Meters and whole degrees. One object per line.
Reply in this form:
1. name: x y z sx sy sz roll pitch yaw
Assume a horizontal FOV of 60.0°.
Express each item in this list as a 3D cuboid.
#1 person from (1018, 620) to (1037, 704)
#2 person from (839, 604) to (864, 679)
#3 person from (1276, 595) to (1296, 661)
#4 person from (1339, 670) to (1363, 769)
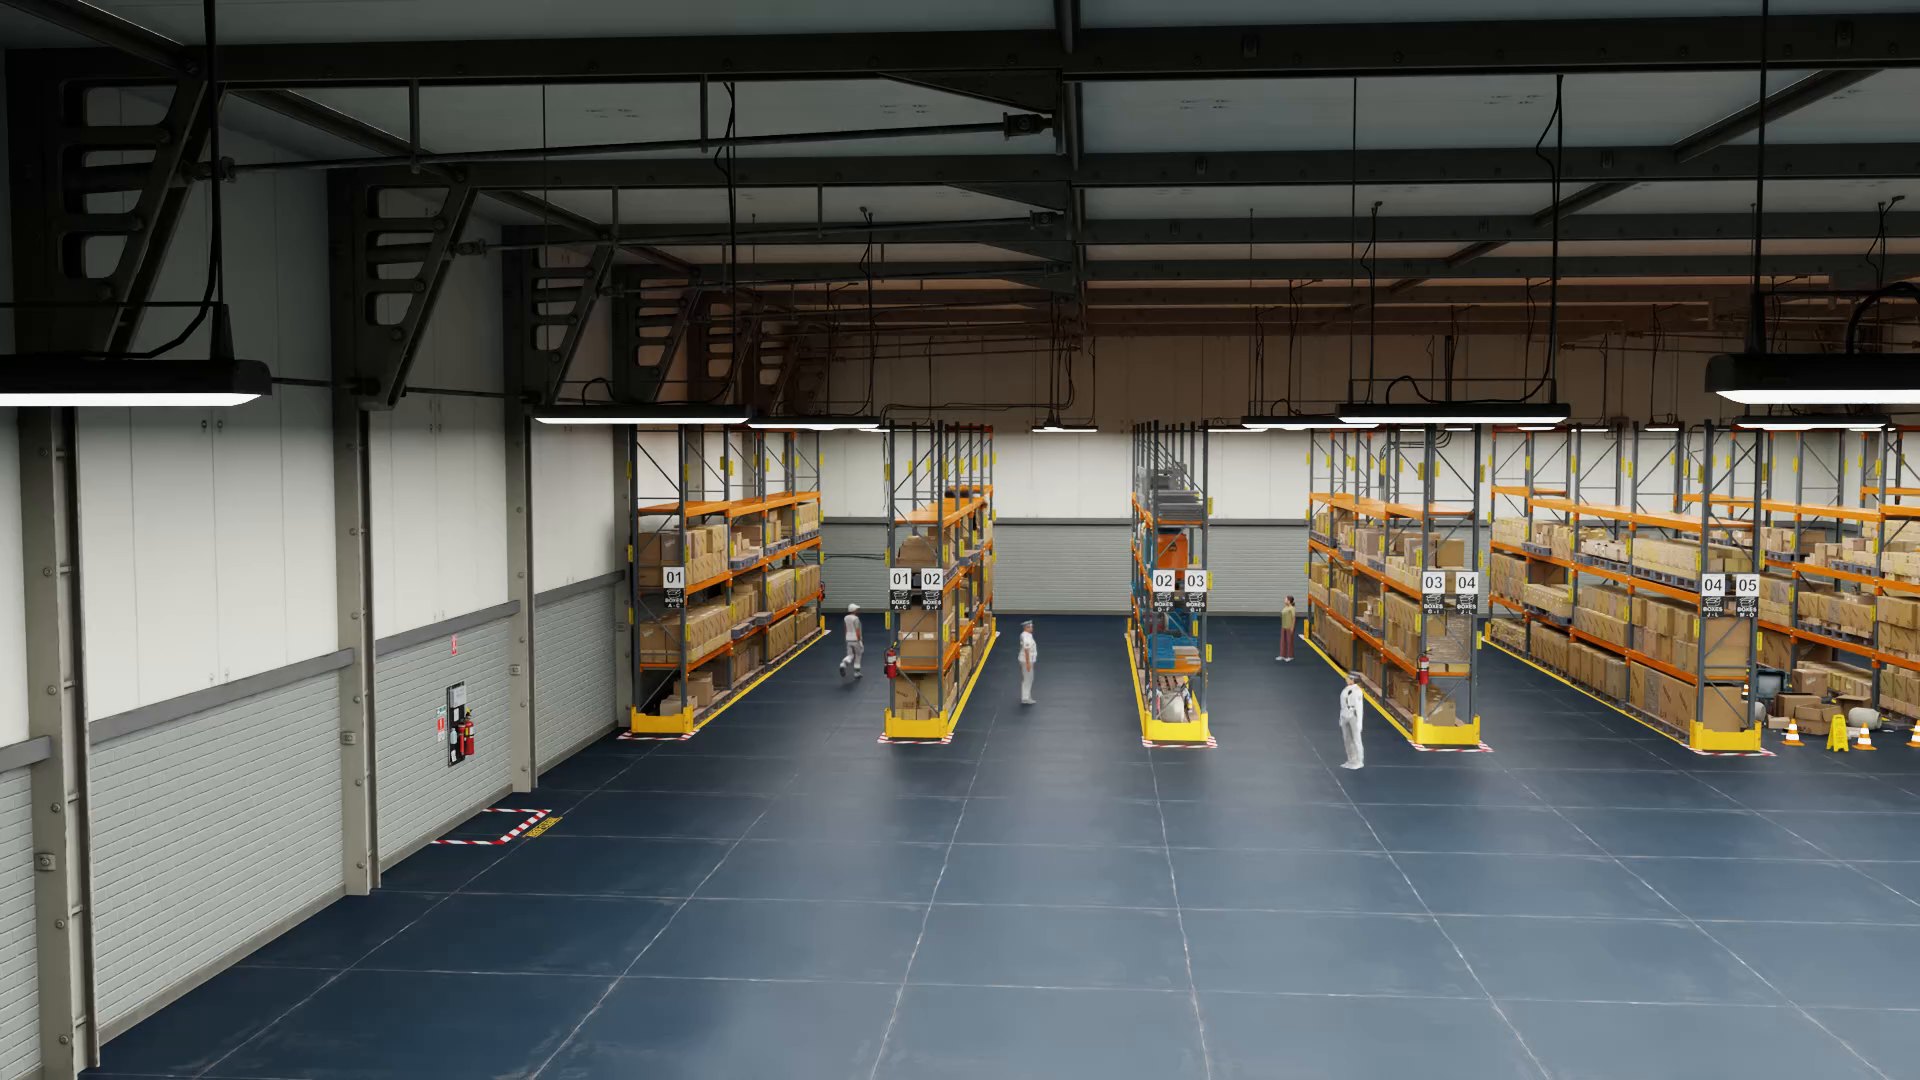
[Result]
1. person: 1.451 2.624 35.512 0.420 1.822 0.608 0 4 -3
2. person: -2.517 2.369 38.861 0.552 1.773 0.725 3 5 40
3. person: 8.307 2.249 42.147 0.415 1.663 0.497 -2 4 -28
4. person: 6.720 3.087 28.529 0.389 1.721 0.591 -2 4 -24
